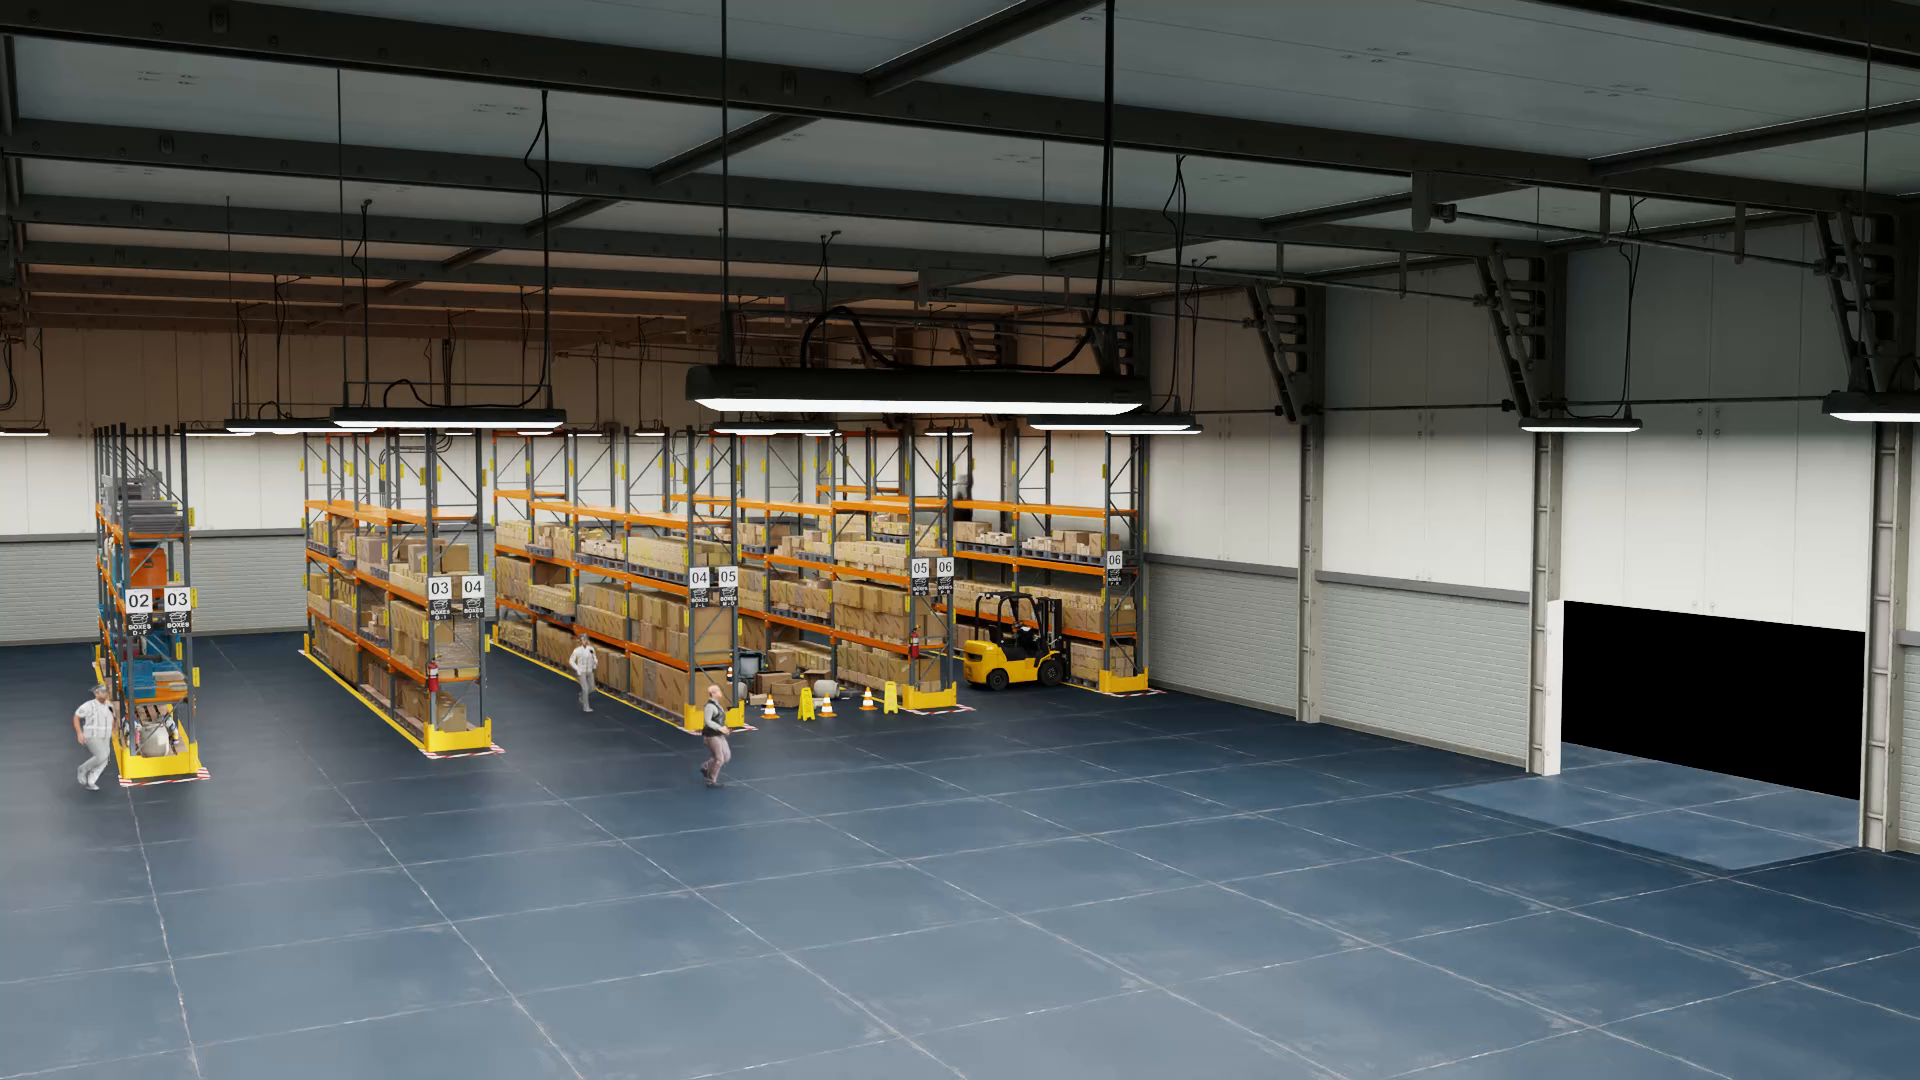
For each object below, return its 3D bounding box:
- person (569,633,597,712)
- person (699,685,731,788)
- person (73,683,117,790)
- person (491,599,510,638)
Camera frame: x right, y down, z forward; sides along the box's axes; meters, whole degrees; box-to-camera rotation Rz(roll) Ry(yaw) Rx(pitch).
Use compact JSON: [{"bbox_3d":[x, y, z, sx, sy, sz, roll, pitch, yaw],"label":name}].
[{"bbox_3d":[-7.909,2.779,34.977,0.606,1.648,0.599,-3,4,-37],"label":"person"},{"bbox_3d":[-4.034,3.225,27.315,0.579,1.682,0.665,0,3,6],"label":"person"},{"bbox_3d":[-14.099,3.214,27.295,0.539,1.707,0.700,1,4,22],"label":"person"},{"bbox_3d":[-13.124,1.947,47.843,0.927,1.679,0.636,-3,4,-40],"label":"person"}]
